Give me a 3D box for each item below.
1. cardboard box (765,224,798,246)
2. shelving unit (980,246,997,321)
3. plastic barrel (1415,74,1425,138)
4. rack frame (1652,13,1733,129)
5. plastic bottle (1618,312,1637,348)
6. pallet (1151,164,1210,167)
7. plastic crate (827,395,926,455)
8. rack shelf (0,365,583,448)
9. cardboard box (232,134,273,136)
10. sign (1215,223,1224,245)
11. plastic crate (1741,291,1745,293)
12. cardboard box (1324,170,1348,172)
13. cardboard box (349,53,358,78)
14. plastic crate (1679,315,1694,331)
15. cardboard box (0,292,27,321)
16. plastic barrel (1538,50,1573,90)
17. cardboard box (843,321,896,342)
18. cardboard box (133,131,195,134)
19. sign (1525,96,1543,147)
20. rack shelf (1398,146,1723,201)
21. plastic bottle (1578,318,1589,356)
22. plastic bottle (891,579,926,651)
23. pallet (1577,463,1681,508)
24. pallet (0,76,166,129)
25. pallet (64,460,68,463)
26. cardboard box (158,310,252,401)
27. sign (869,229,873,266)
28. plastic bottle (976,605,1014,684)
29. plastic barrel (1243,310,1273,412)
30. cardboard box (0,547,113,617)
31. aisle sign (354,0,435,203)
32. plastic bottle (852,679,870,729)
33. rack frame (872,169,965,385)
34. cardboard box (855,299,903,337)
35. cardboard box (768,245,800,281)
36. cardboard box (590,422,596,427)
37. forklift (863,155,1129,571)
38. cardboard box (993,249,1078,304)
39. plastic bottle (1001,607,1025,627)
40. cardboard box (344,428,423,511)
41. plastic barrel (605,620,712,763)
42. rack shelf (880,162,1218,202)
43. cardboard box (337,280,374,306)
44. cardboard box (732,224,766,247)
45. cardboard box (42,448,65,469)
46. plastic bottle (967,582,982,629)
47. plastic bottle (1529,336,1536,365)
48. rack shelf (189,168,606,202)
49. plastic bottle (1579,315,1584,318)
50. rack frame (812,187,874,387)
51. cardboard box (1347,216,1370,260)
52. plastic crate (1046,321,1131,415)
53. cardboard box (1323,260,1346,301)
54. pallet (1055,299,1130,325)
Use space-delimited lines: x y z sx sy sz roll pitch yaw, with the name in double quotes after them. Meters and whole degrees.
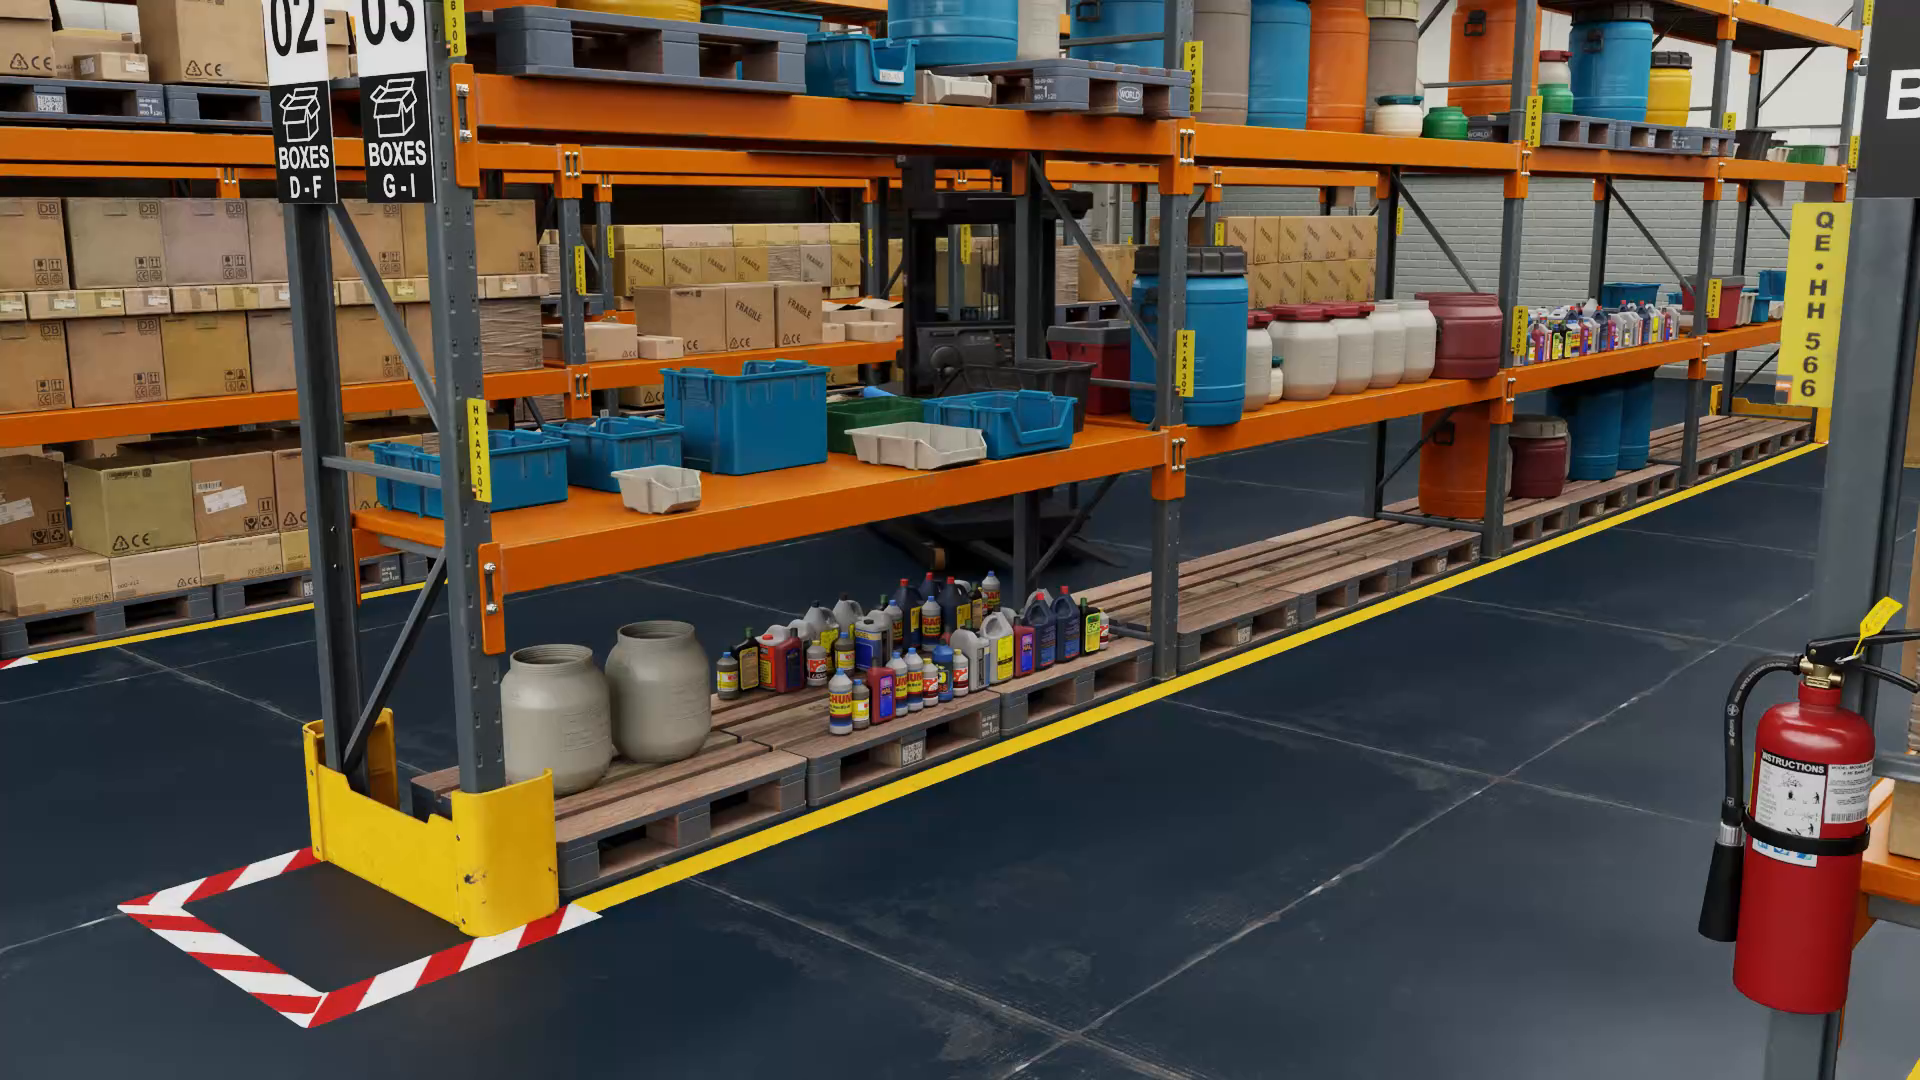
-2.253 -3.589 19.540 0.500 0.250 0.500 10 15 41 "cardboard box"
0.427 -1.263 13.174 0.503 2.100 0.431 -1 11 -4 "shelving unit"
2.911 -2.917 11.215 0.421 0.512 0.421 0 11 0 "plastic barrel"
5.987 -4.928 13.910 1.000 3.000 0.127 10 15 40 "rack frame"
5.306 -1.678 13.270 0.152 0.276 0.135 10 15 40 "plastic bottle"
1.785 -3.919 16.996 1.213 0.211 1.003 10 15 40 "pallet"
-0.402 -0.542 7.808 0.450 0.188 0.662 10 15 40 "plastic crate"
-4.333 -0.803 10.411 1.077 0.370 4.000 10 15 40 "rack shelf"
-6.315 -3.886 15.023 0.500 0.500 0.500 -9 15 -39 "cardboard box"
2.688 -3.124 17.236 0.100 0.325 0.005 10 15 40 "sign"
7.782 -2.431 17.000 0.416 0.233 0.300 10 15 40 "plastic crate"
4.109 -4.356 19.087 0.500 0.250 0.500 10 15 40 "cardboard box"
-3.899 -3.033 10.875 0.500 0.311 0.500 9 14 37 "cardboard box"
6.401 -1.936 14.767 0.396 0.136 0.243 10 15 40 "plastic crate"
-5.232 -1.259 8.943 0.380 0.149 0.250 10 15 40 "cardboard box"
4.403 -3.422 12.606 0.433 0.535 0.433 0 11 0 "plastic barrel"
-0.758 -1.747 13.943 0.380 0.149 0.250 10 15 40 "cardboard box"
-6.885 -3.513 14.178 0.500 0.500 0.500 10 15 42 "cardboard box"
3.764 -2.747 10.916 0.100 0.325 0.005 10 15 40 "sign"
4.667 -2.810 12.801 1.077 0.370 4.000 10 15 40 "rack shelf"
4.672 -1.526 12.493 0.061 0.283 0.133 10 15 40 "plastic bottle"
-0.263 0.367 8.356 0.144 0.351 0.185 9 14 38 "plastic bottle"
5.446 -0.511 14.229 1.003 0.211 1.213 10 15 40 "pallet"
-5.167 -2.390 9.086 1.003 0.211 1.213 10 15 40 "pallet"
-7.153 -0.619 14.773 1.003 0.211 1.213 10 15 40 "pallet"
-4.660 -1.128 9.945 0.700 0.500 0.500 10 15 41 "cardboard box"
-0.786 -2.636 14.998 0.100 0.325 0.005 10 15 40 "sign"
0.157 0.482 7.780 0.144 0.351 0.185 10 15 40 "plastic bottle"
1.502 -0.988 9.154 0.433 0.535 0.433 0 11 0 "plastic barrel"
-5.132 0.231 9.346 0.500 0.250 0.500 10 15 40 "cardboard box"
-1.762 -1.447 5.160 0.394 0.787 0.004 10 15 40 "aisle sign"
-0.435 0.694 7.099 0.097 0.201 0.097 0 11 0 "plastic bottle"
-0.372 -2.039 14.760 1.000 3.000 0.127 10 15 40 "rack frame"
-0.645 -1.947 14.529 0.500 0.311 0.500 11 16 44 "cardboard box"
-2.238 -3.222 19.619 0.500 0.500 0.500 10 15 40 "cardboard box"
-2.622 -0.757 12.858 0.500 0.311 0.500 10 15 42 "cardboard box"
0.222 -1.315 11.310 1.130 2.935 3.031 -4 12 -19 "forklift"
0.706 -2.511 15.796 0.500 0.500 0.700 -9 14 -37 "cardboard box"
0.243 0.456 8.103 0.152 0.276 0.135 10 15 40 "plastic bottle"
-3.820 -0.433 10.753 0.500 0.500 0.500 10 15 40 "cardboard box"
-1.227 0.613 6.764 0.421 0.512 0.421 0 11 0 "plastic barrel"
0.948 -3.451 16.010 1.077 0.370 4.000 10 15 40 "rack shelf"
-3.870 -1.563 10.467 0.380 0.149 0.250 10 15 42 "cardboard box"
-2.589 -3.514 19.164 0.500 0.250 0.500 9 15 39 "cardboard box"
-7.807 -0.675 14.088 0.380 0.149 0.250 8 14 36 "cardboard box"
0.054 0.362 8.552 0.061 0.283 0.133 10 15 40 "plastic bottle"
4.036 -1.350 11.819 0.097 0.201 0.097 0 11 0 "plastic bottle"
-5.416 -3.502 16.267 1.077 0.370 4.000 10 15 40 "rack shelf"
5.259 -1.803 14.086 0.097 0.201 0.097 0 11 0 "plastic bottle"
-1.455 -3.267 20.910 1.000 3.000 0.127 10 15 40 "rack frame"
4.489 -3.580 19.667 0.500 0.500 0.500 10 15 42 "cardboard box"
0.796 -0.951 9.153 0.402 0.464 0.583 10 15 40 "plastic crate"
4.144 -3.014 19.388 0.500 0.500 0.500 10 15 41 "cardboard box"
0.908 -2.231 16.214 1.003 0.211 1.213 10 15 40 "pallet"
